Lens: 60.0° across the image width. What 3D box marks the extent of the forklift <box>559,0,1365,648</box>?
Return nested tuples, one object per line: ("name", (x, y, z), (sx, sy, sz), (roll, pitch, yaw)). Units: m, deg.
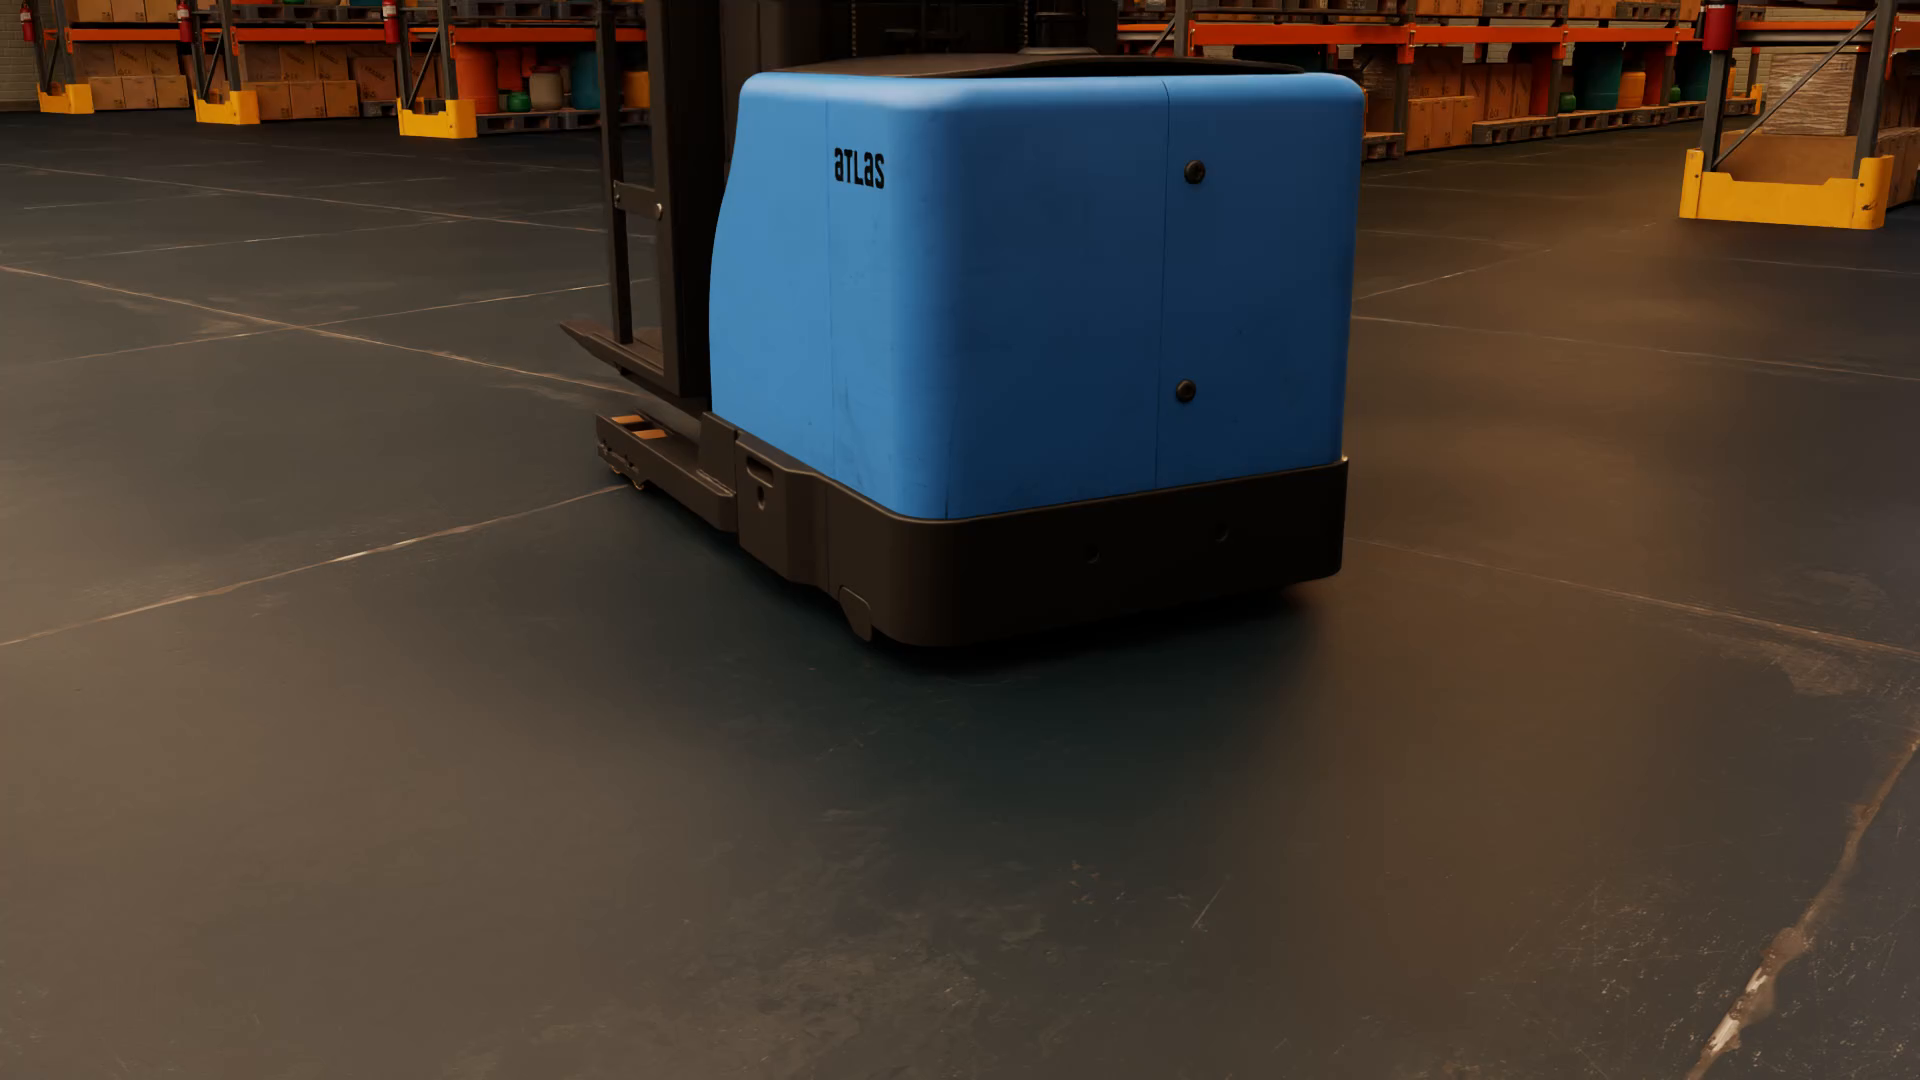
("forklift", (-0.336, -1.584, 4.115), (1.130, 2.935, 3.031), (-9, 19, -27))
